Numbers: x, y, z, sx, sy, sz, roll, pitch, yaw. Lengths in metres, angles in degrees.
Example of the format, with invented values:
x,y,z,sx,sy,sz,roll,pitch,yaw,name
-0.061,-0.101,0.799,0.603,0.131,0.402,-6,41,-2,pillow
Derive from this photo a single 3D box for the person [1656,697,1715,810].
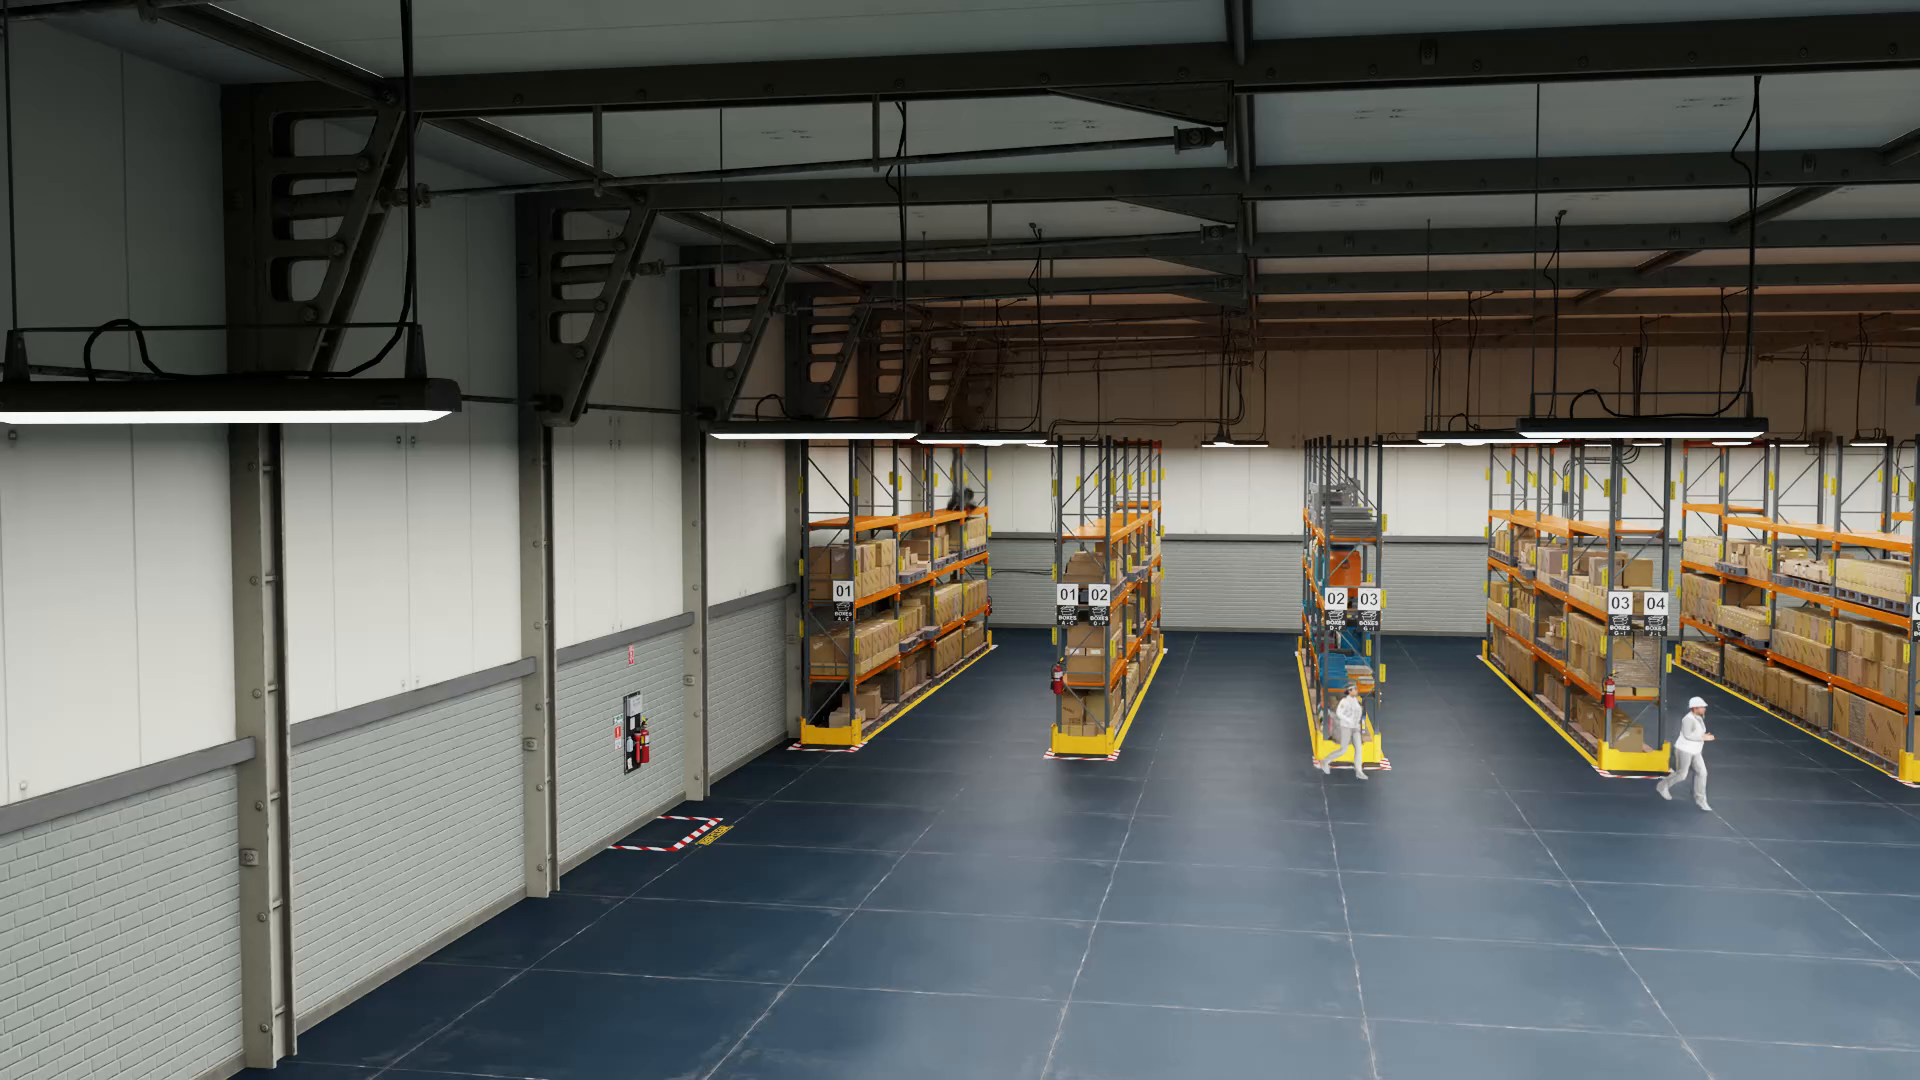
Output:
x,y,z,sx,sy,sz,roll,pitch,yaw,name
11.670,3.418,26.724,0.673,1.827,0.925,-3,4,-43,person

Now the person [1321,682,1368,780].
x,y,z,sx,sy,sz,roll,pitch,yaw,name
6.832,3.303,29.108,0.918,1.659,0.684,3,4,43,person

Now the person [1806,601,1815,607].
x,y,z,sx,sy,sz,roll,pitch,yaw,name
22.963,2.398,44.979,0.696,1.824,0.632,0,3,7,person
